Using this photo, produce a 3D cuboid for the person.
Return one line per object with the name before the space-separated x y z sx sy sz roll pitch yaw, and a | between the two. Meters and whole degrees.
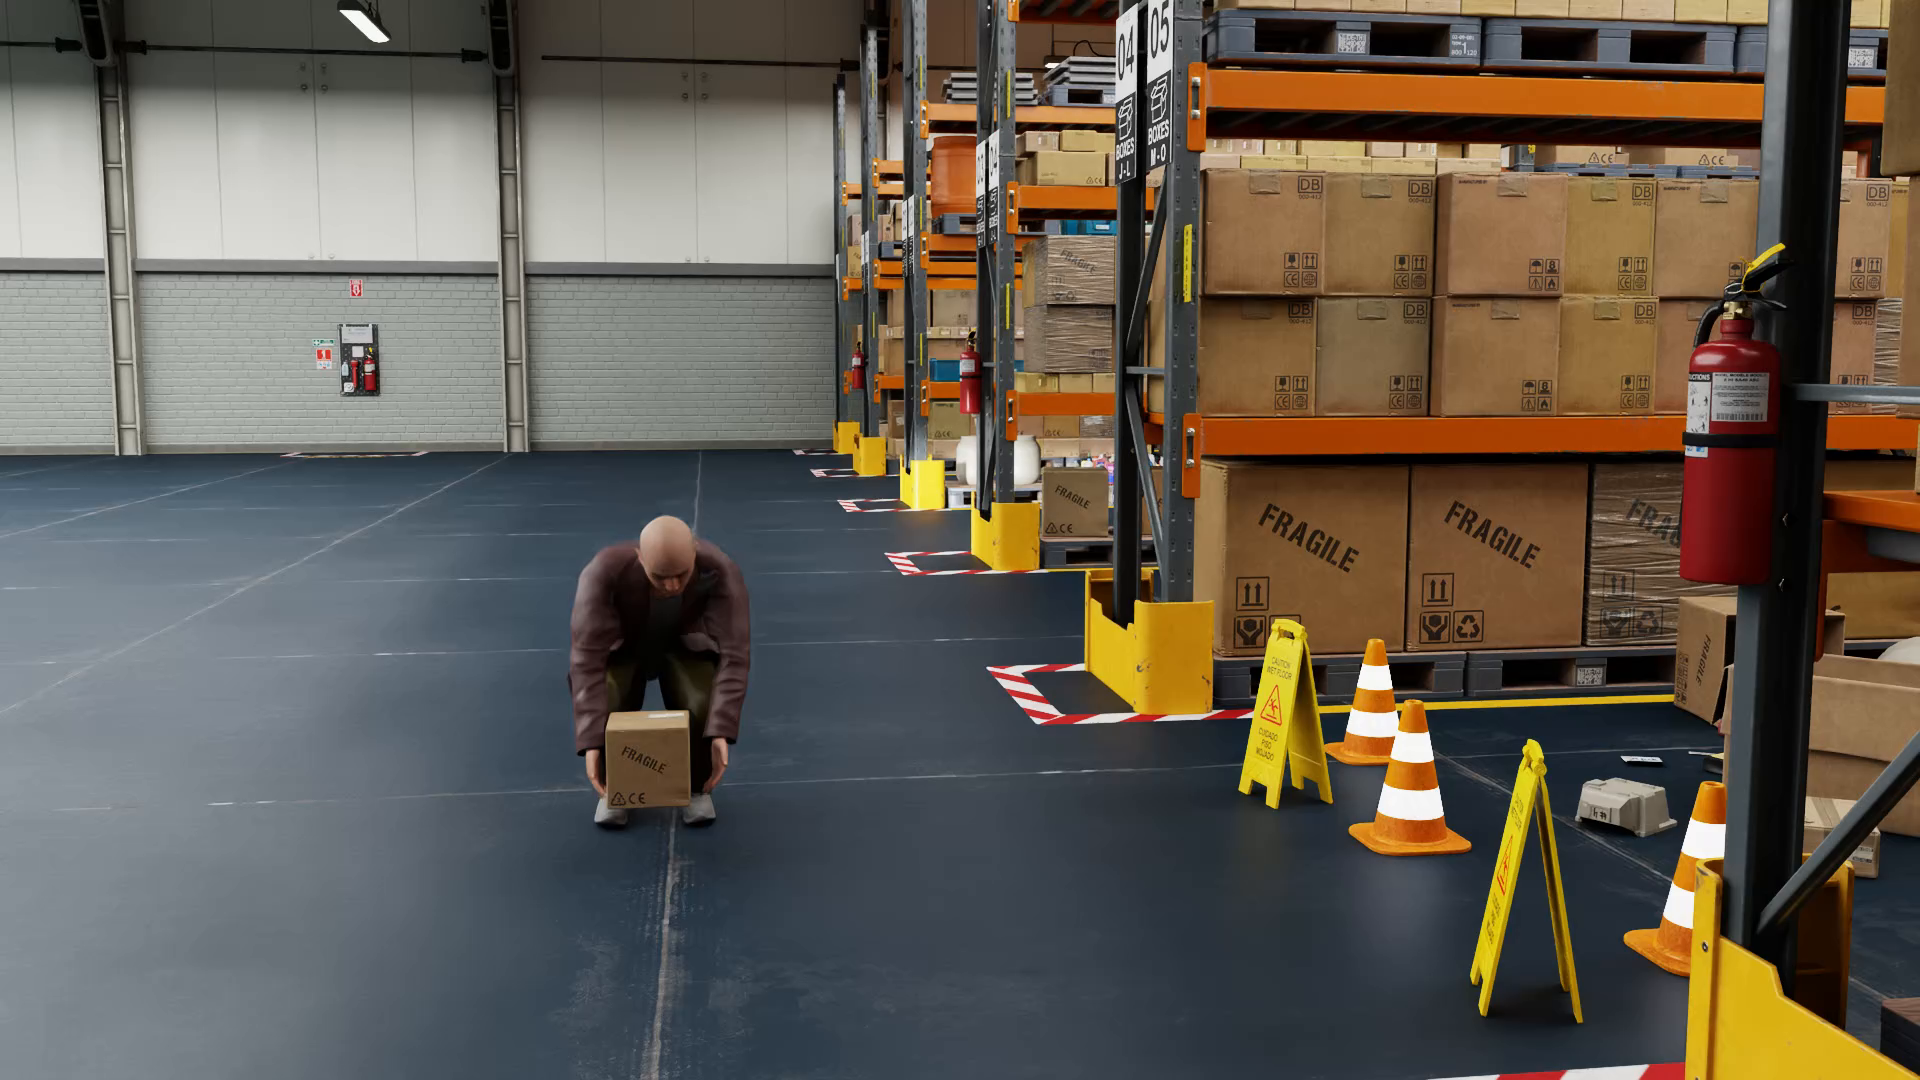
person | -1.019 0.471 5.628 0.612 0.987 0.804 -1 6 -9
